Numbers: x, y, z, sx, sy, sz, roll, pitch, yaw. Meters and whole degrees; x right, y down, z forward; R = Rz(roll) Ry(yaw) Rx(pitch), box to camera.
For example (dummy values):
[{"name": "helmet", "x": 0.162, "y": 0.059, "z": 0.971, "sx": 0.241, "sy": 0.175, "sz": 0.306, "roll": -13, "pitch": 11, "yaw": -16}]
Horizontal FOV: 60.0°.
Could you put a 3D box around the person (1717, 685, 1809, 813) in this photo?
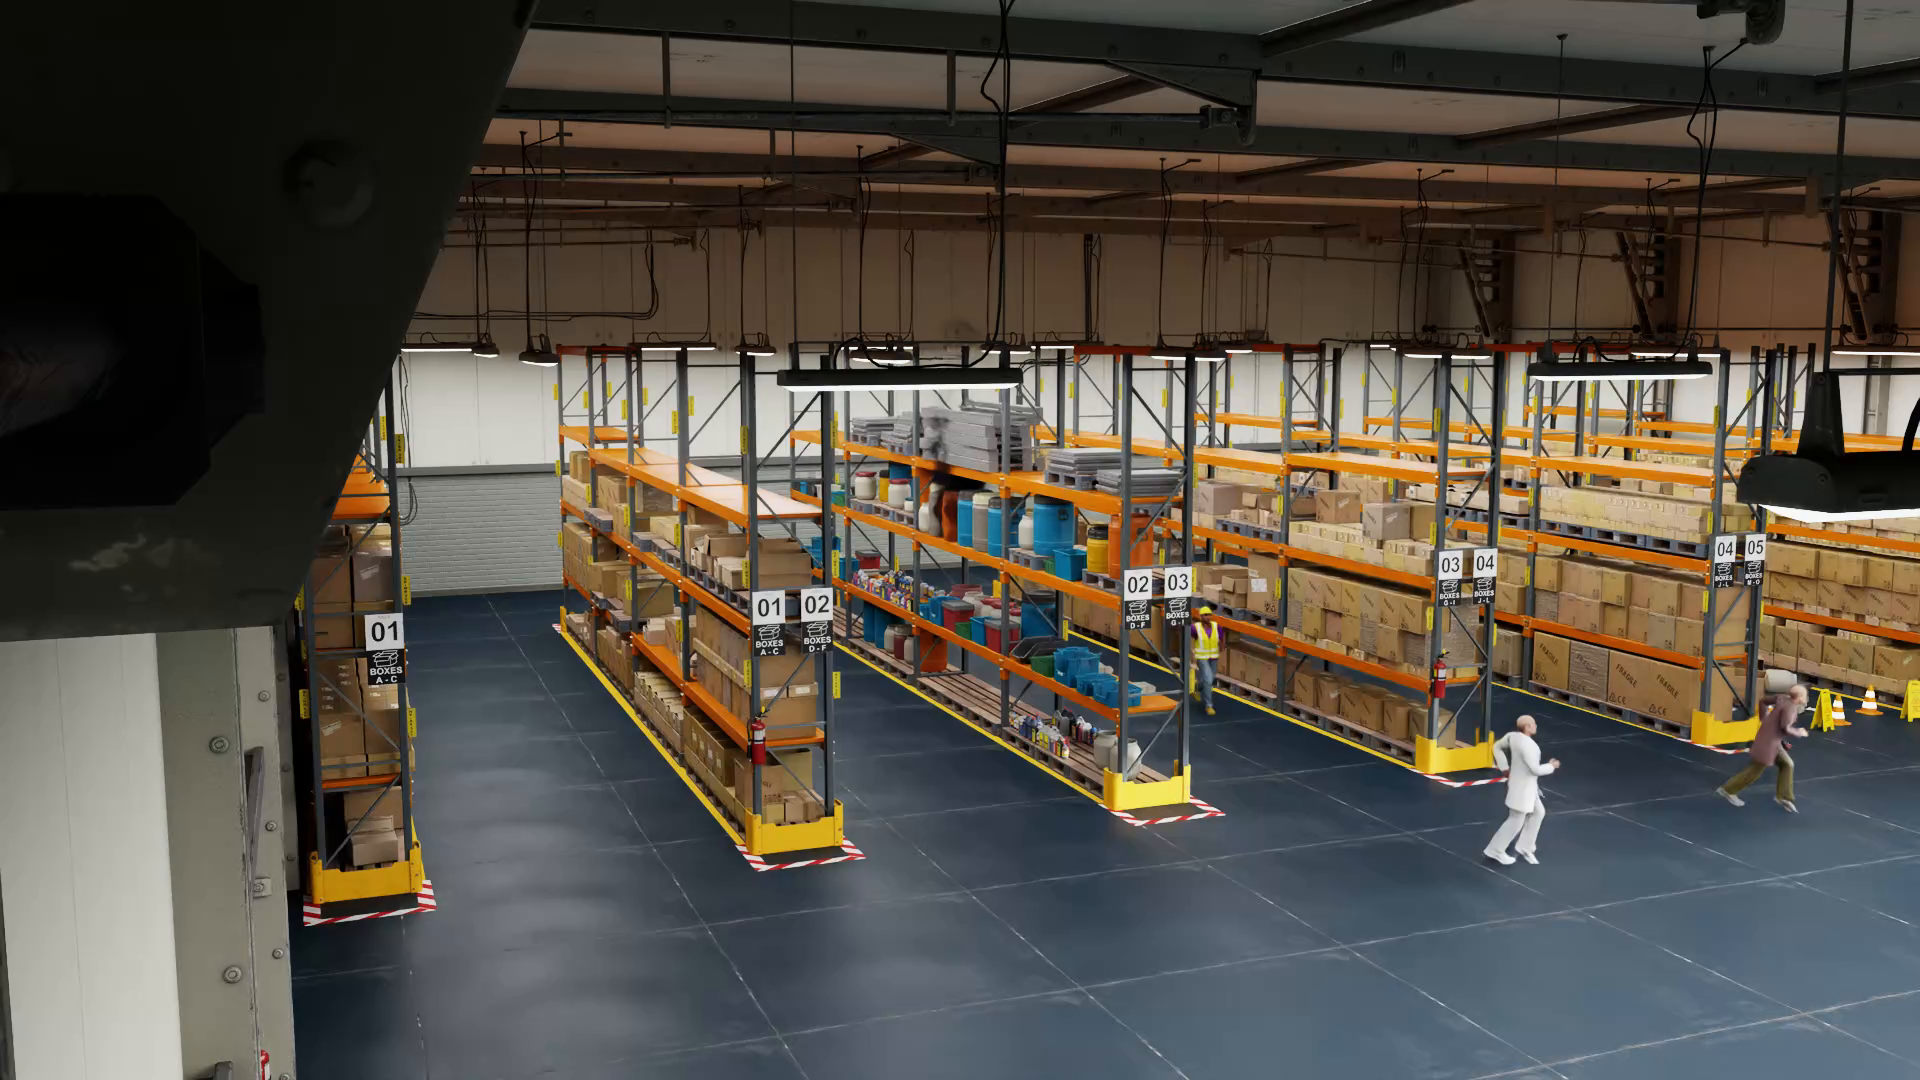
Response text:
[{"name": "person", "x": 10.581, "y": 2.749, "z": 21.896, "sx": 1.037, "sy": 1.746, "sz": 0.754, "roll": 2, "pitch": 7, "yaw": 13}]

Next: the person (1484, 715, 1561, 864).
[{"name": "person", "x": 6.630, "y": 2.974, "z": 19.606, "sx": 0.840, "sy": 1.856, "sz": 0.708, "roll": 1, "pitch": 7, "yaw": 6}]

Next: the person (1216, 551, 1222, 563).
[{"name": "person", "x": 6.489, "y": 0.246, "z": 41.845, "sx": 0.847, "sy": 1.533, "sz": 0.675, "roll": 5, "pitch": 9, "yaw": 33}]

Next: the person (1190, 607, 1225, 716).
[{"name": "person", "x": 4.080, "y": 1.969, "z": 27.586, "sx": 0.689, "sy": 1.767, "sz": 0.852, "roll": -2, "pitch": 8, "yaw": -17}]
